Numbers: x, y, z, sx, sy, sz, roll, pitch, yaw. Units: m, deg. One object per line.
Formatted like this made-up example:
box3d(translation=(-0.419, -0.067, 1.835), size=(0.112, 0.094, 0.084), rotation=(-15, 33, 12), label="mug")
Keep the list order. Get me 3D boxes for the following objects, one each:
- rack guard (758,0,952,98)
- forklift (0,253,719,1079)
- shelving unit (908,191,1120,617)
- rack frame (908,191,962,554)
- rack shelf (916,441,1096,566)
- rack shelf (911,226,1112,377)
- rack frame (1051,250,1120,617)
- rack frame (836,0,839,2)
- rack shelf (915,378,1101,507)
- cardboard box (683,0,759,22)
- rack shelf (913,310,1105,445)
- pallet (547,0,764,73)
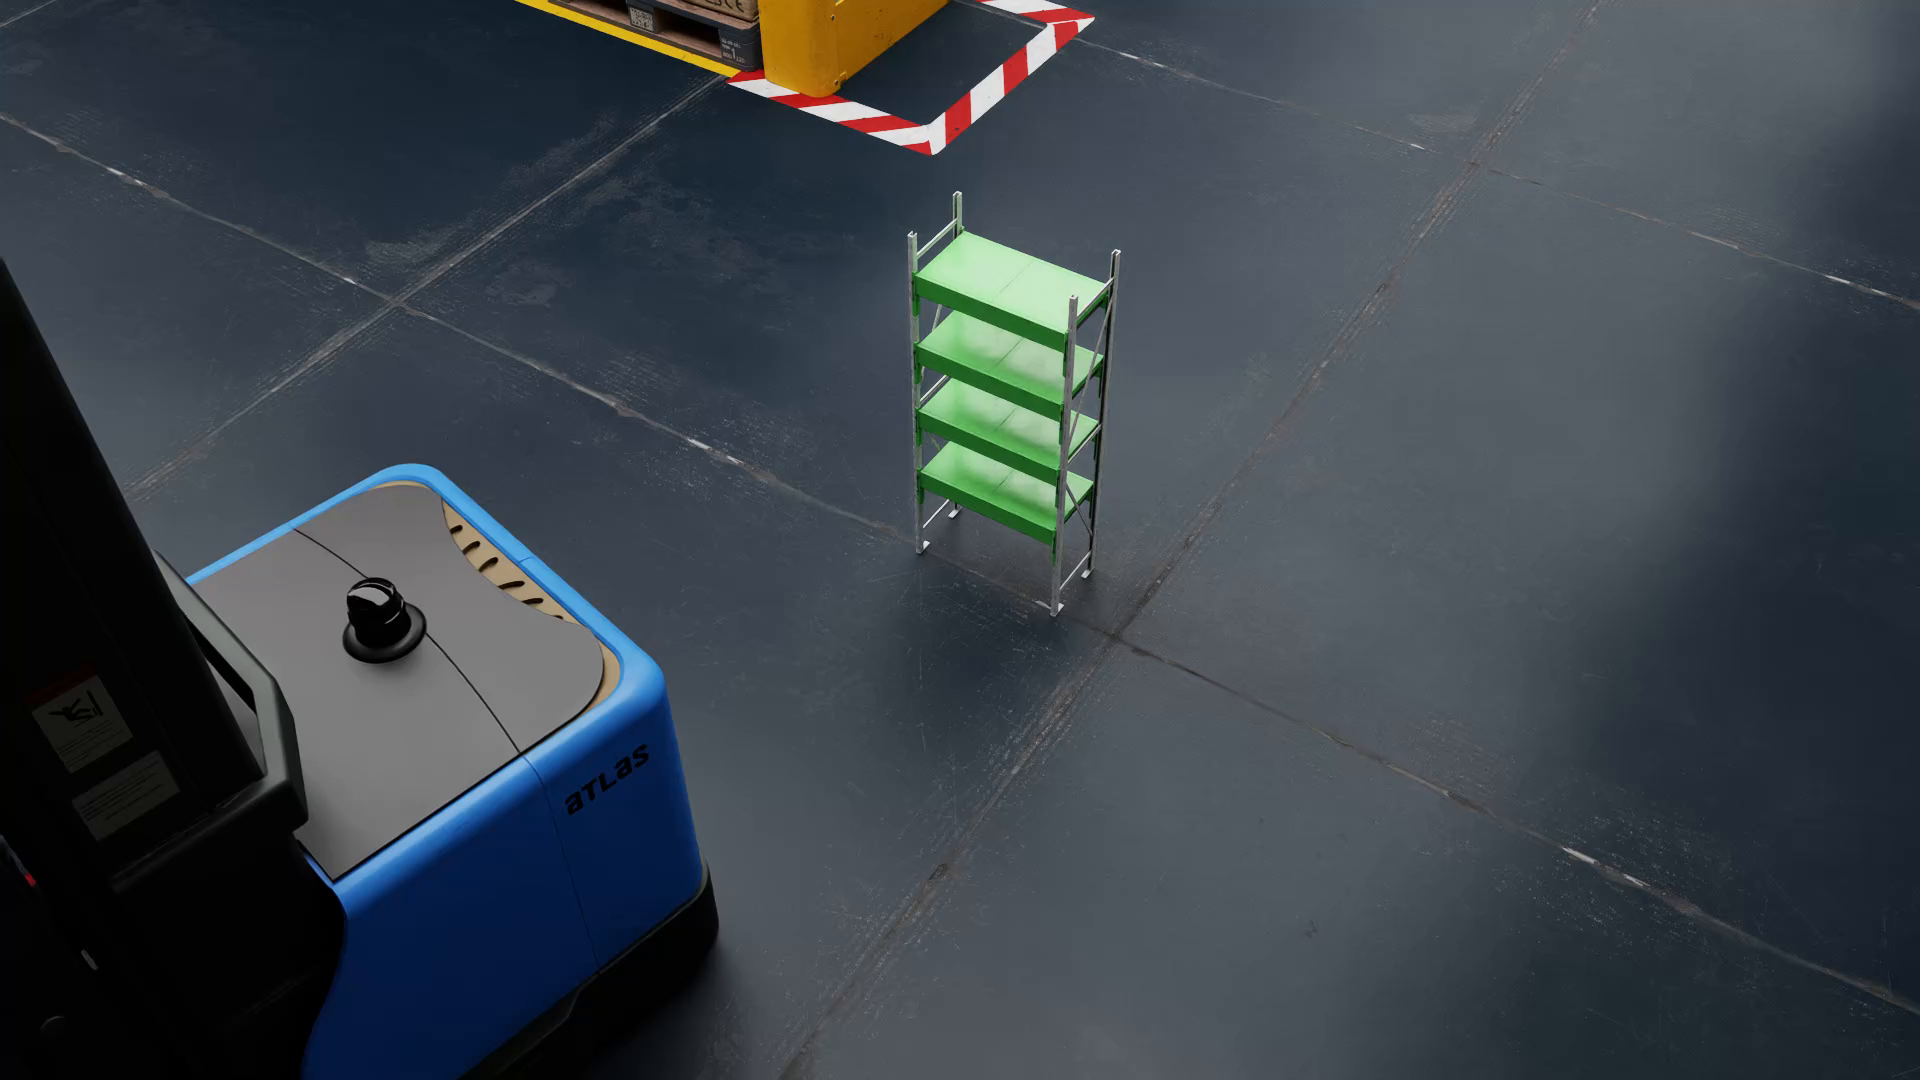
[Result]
box3d(translation=(-0.410, -2.457, 7.288), size=(0.348, 0.500, 1.175), rotation=(25, 51, 22), label="rack guard")
box3d(translation=(-2.007, 0.510, 2.711), size=(3.031, 2.935, 1.130), rotation=(-36, 55, -29), label="forklift")
box3d(translation=(0.139, -0.354, 4.757), size=(0.503, 1.200, 0.258), rotation=(25, 51, 22), label="shelving unit")
box3d(translation=(-0.066, -0.449, 4.849), size=(0.015, 1.200, 0.240), rotation=(25, 51, 22), label="rack frame")
box3d(translation=(0.139, -0.142, 4.975), size=(0.480, 0.148, 0.258), rotation=(25, 51, 22), label="rack shelf")
box3d(translation=(0.139, -0.644, 4.459), size=(0.480, 0.148, 0.258), rotation=(25, 51, 22), label="rack shelf")
box3d(translation=(0.345, -0.260, 4.666), size=(0.015, 1.200, 0.240), rotation=(25, 51, 22), label="rack frame")
box3d(translation=(-0.430, -3.337, 6.401), size=(0.127, 3.000, 1.000), rotation=(25, 51, 22), label="rack frame")
box3d(translation=(0.139, -0.310, 4.803), size=(0.480, 0.148, 0.258), rotation=(25, 51, 22), label="rack shelf")
box3d(translation=(-1.040, -2.786, 7.359), size=(0.875, 0.438, 0.875), rotation=(23, 50, 21), label="cardboard box")
box3d(translation=(0.139, -0.477, 4.631), size=(0.480, 0.148, 0.258), rotation=(25, 51, 22), label="rack shelf")
box3d(translation=(-1.146, -2.627, 7.656), size=(1.213, 0.211, 1.003), rotation=(25, 51, 22), label="pallet")
